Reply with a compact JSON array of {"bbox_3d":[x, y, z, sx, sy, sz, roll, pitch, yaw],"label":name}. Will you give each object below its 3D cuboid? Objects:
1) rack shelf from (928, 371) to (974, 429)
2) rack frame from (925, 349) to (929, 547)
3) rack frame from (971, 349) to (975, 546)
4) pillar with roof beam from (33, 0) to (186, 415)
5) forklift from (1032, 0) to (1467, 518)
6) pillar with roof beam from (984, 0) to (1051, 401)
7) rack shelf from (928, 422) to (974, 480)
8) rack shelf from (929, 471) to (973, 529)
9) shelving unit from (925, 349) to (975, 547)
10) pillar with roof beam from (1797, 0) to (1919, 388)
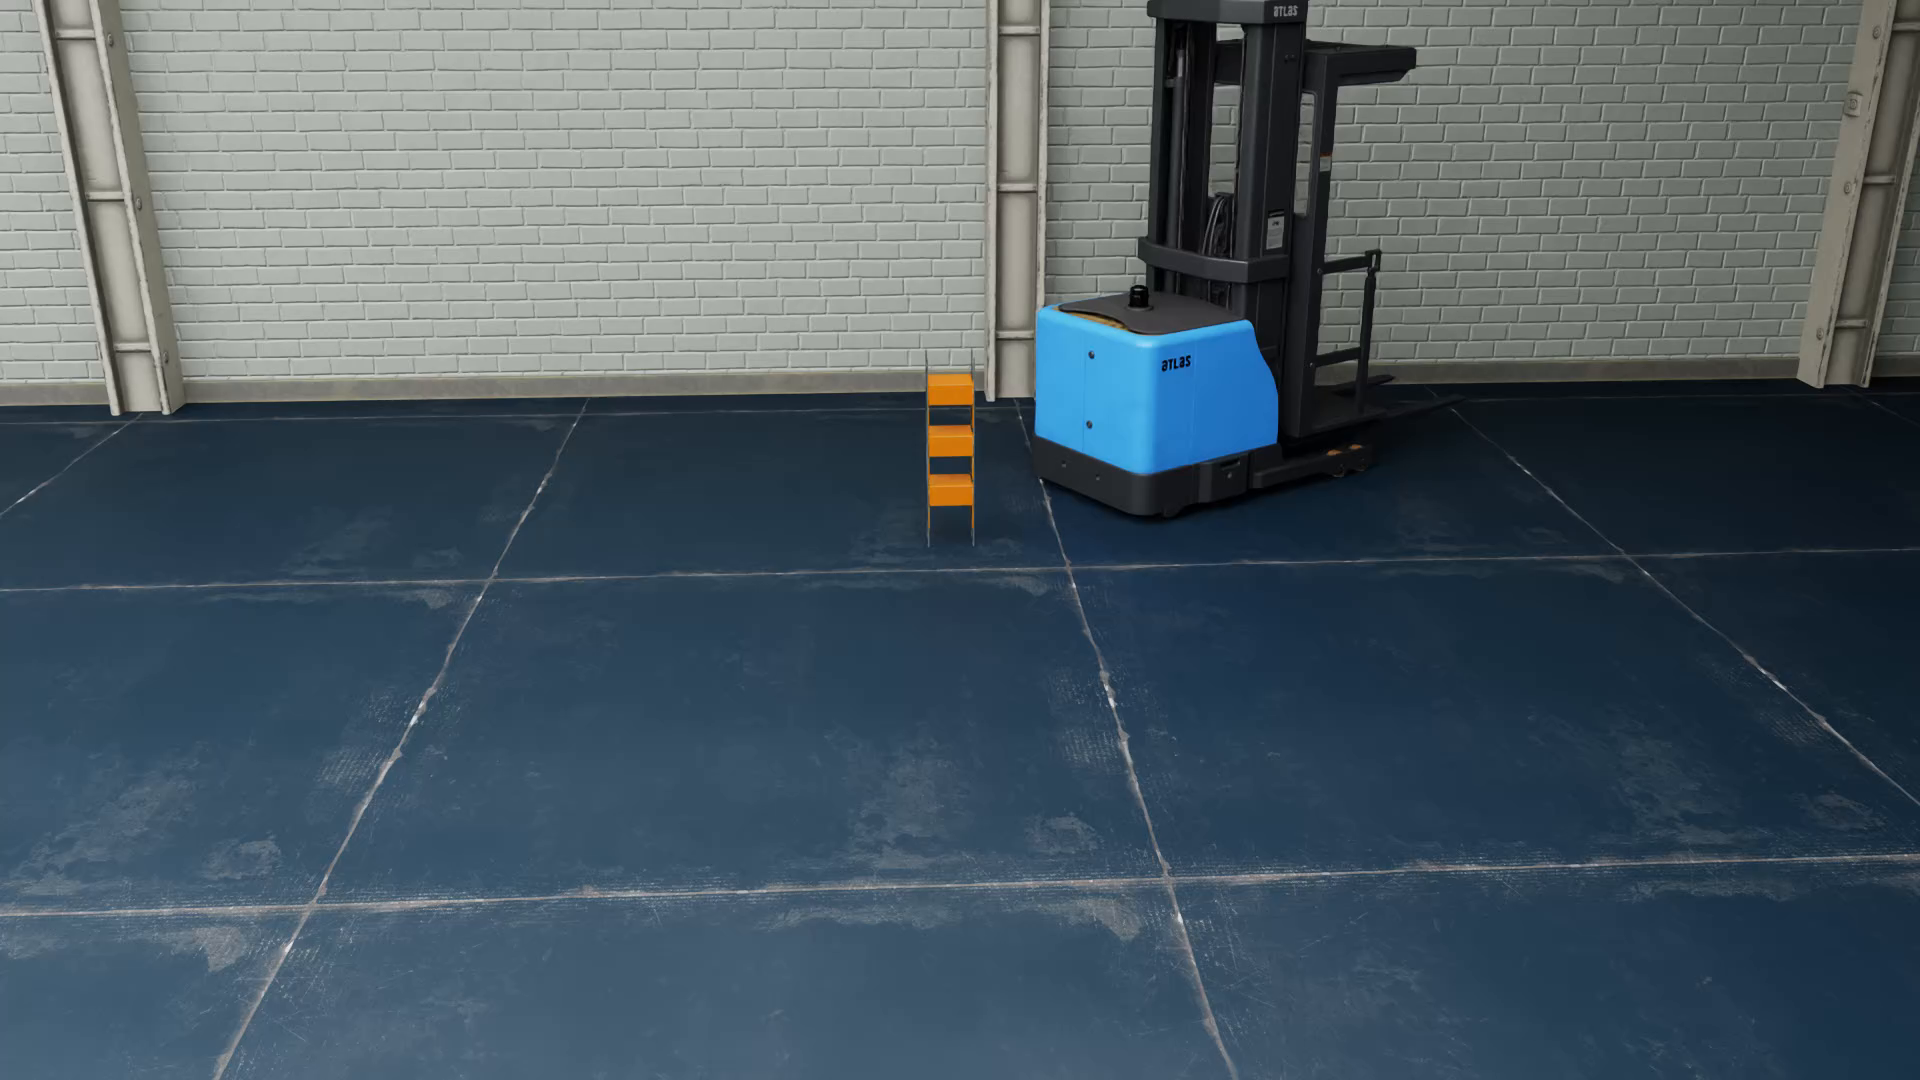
[{"bbox_3d":[-0.053,-0.745,8.834,0.240,0.259,0.215,-1,21,-3],"label":"rack shelf"},{"bbox_3d":[-0.175,-0.487,8.925,0.008,1.050,0.200,-1,21,-3],"label":"rack frame"},{"bbox_3d":[0.068,-0.492,8.938,0.008,1.050,0.200,-1,21,-3],"label":"rack frame"},{"bbox_3d":[-5.365,-3.588,5.897,0.400,9.000,9.100,-1,21,-3],"label":"pillar with roof beam"},{"bbox_3d":[1.925,-1.888,9.960,3.031,2.935,1.130,-14,25,-33],"label":"forklift"},{"bbox_3d":[0.625,-3.710,6.217,0.400,9.000,9.100,-1,21,-3],"label":"pillar with roof beam"},{"bbox_3d":[-0.053,-0.480,8.935,0.240,0.259,0.215,-1,21,-3],"label":"rack shelf"},{"bbox_3d":[-0.053,-0.220,9.034,0.240,0.259,0.215,-1,21,-3],"label":"rack shelf"},{"bbox_3d":[-0.053,-0.490,8.931,0.252,1.050,0.215,-1,21,-3],"label":"shelving unit"},{"bbox_3d":[6.615,-3.831,6.537,0.400,9.000,9.100,-1,21,-3],"label":"pillar with roof beam"}]
